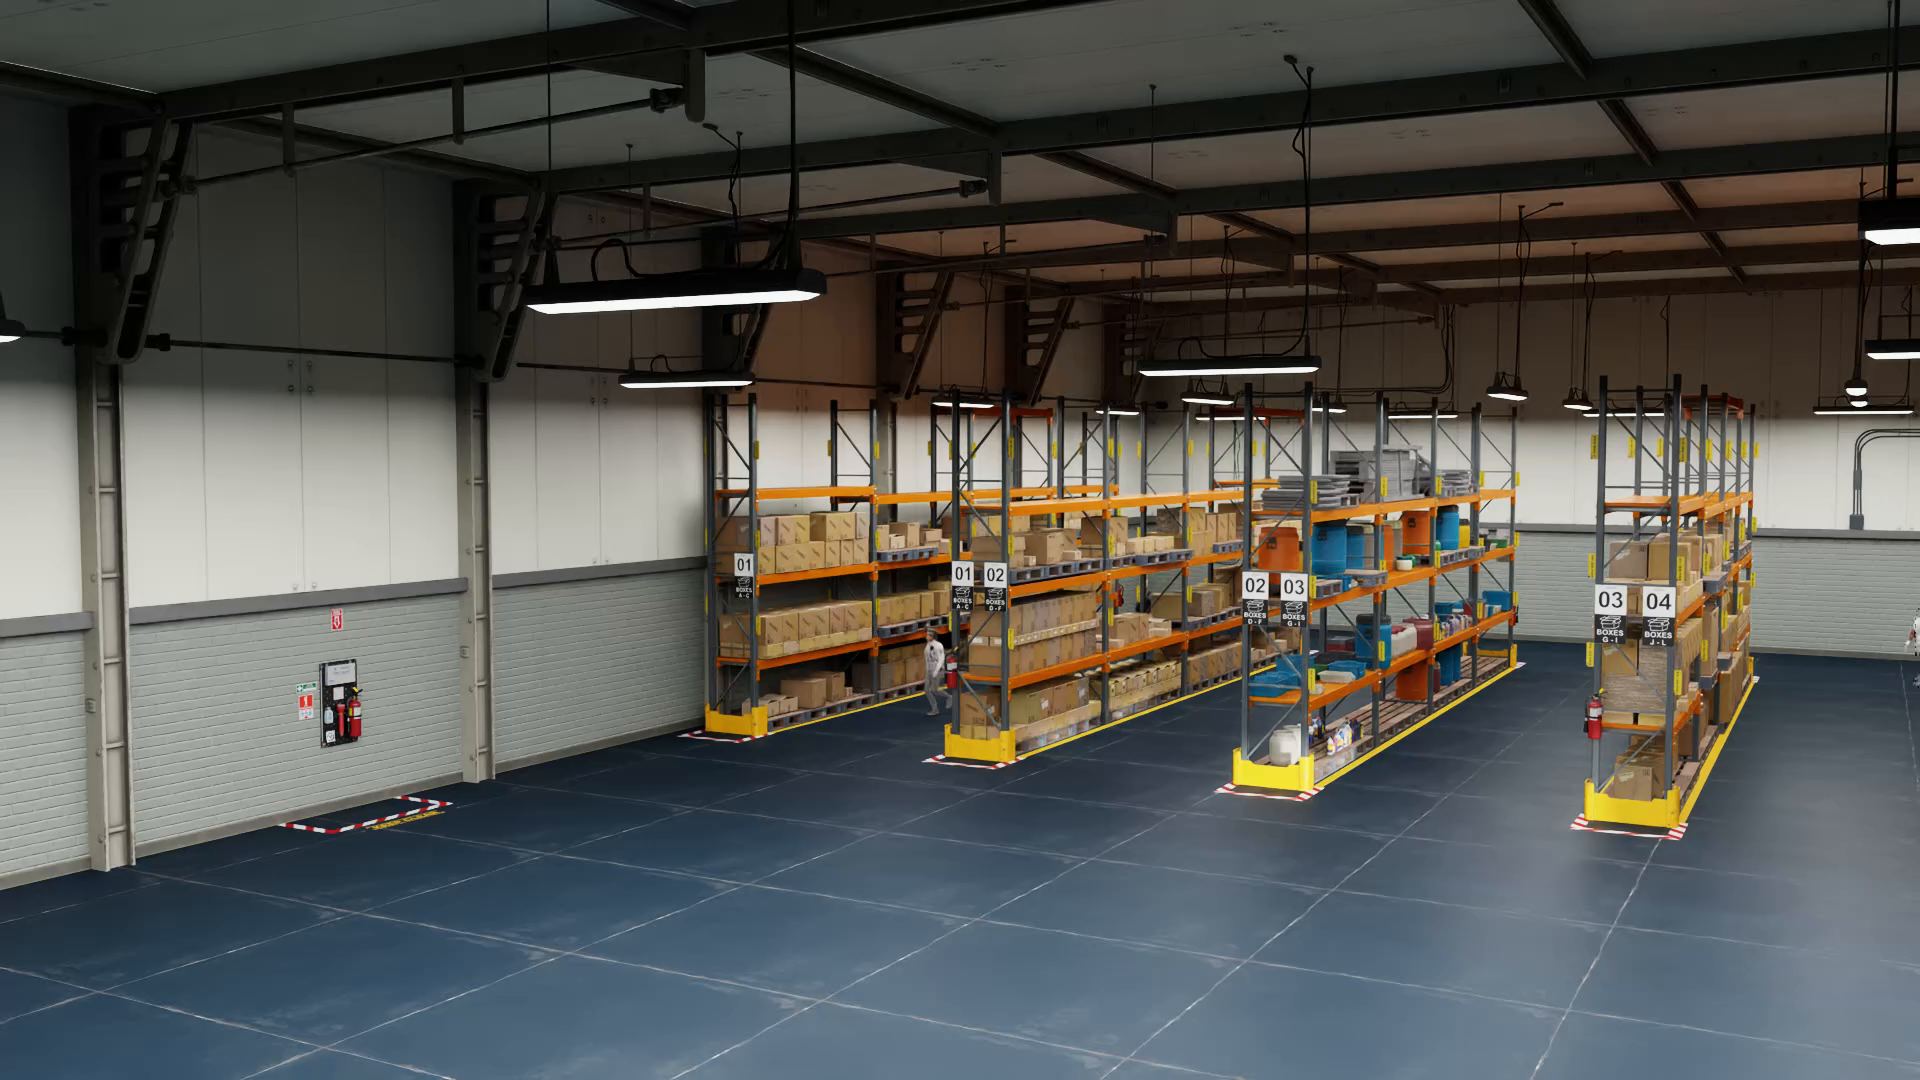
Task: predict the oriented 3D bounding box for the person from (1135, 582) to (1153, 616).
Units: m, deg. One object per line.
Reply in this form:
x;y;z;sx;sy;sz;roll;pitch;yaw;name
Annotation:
4.652;1.887;42.018;0.578;1.663;1.074;1;3;24;person

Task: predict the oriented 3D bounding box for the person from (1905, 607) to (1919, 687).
20.423;2.205;35.221;1.076;1.715;0.616;-2;3;-26;person

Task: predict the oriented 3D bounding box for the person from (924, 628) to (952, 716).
-0.438;2.486;31.551;0.558;1.643;0.549;-2;4;-39;person
